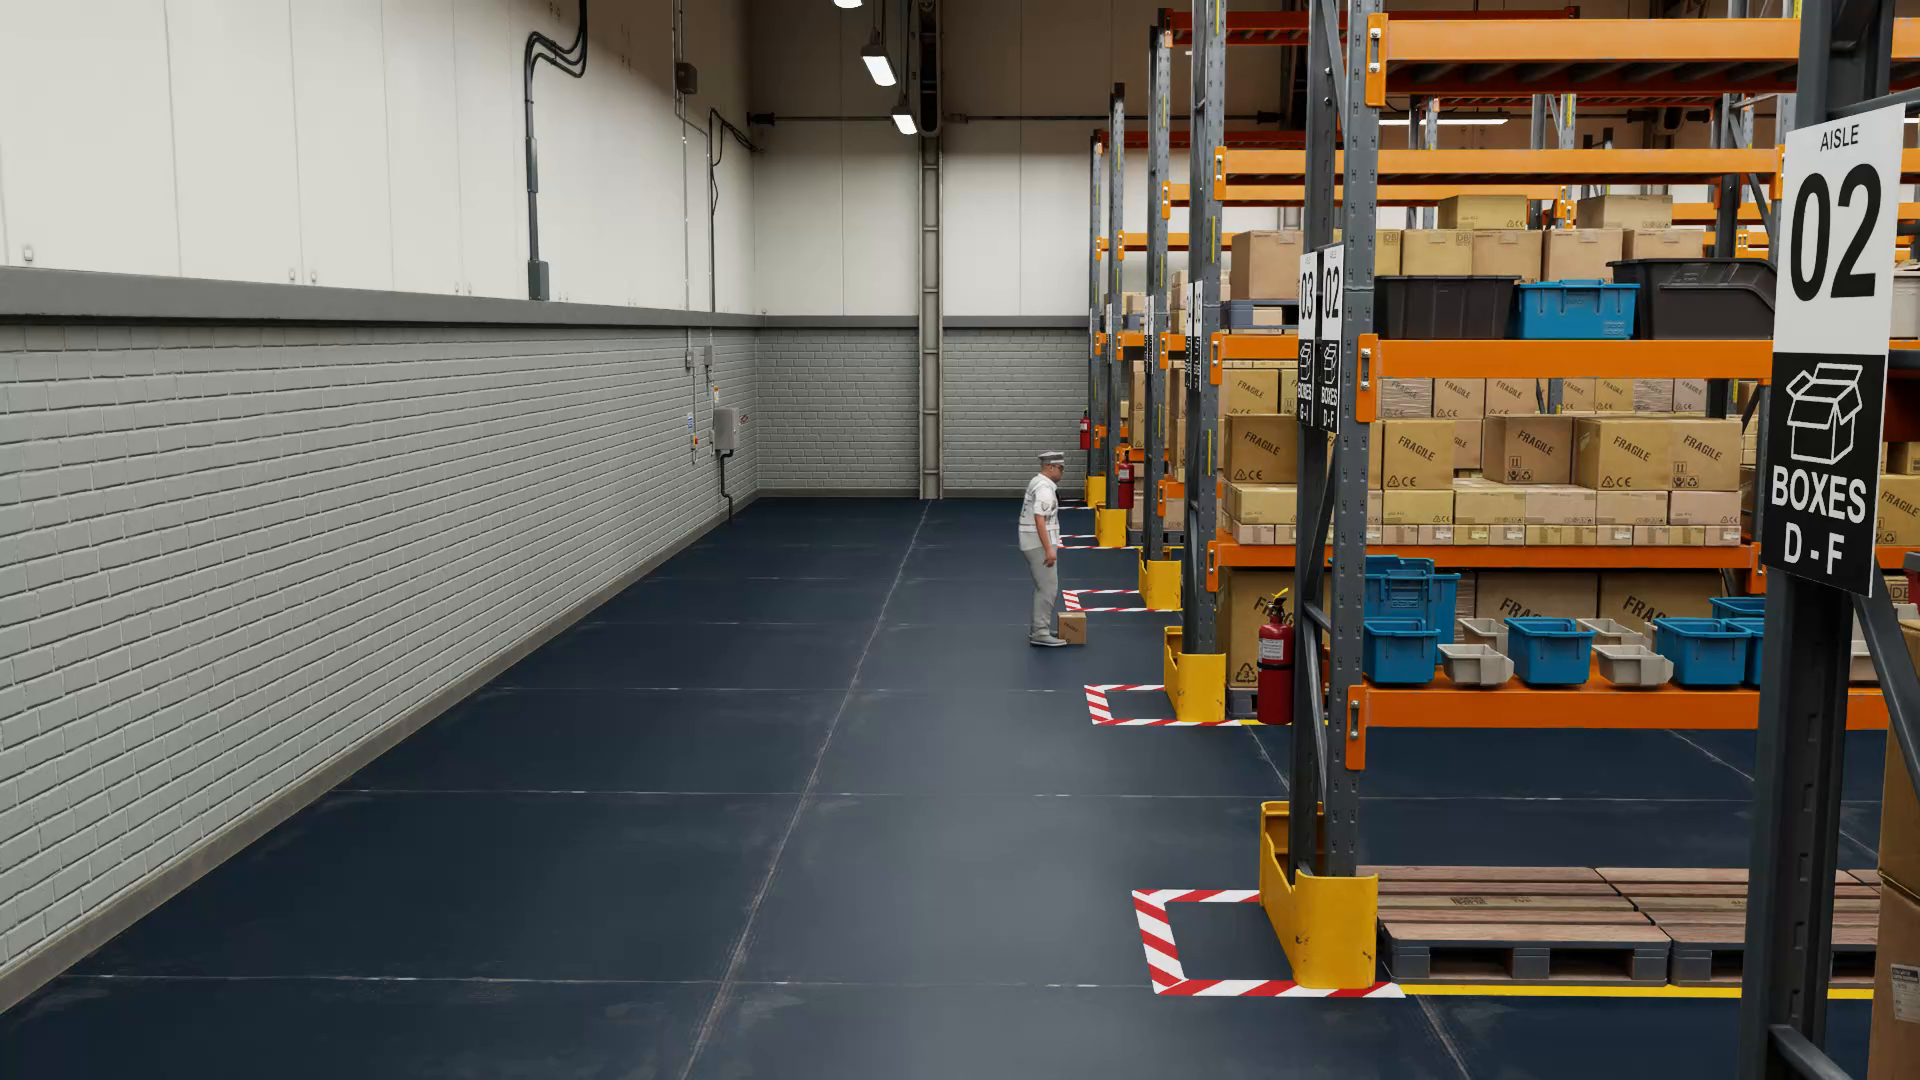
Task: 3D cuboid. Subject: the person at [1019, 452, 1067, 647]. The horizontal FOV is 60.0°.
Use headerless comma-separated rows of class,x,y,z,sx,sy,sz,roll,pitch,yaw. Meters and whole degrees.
person,0.756,0.067,15.200,0.436,1.748,0.586,0,7,2
